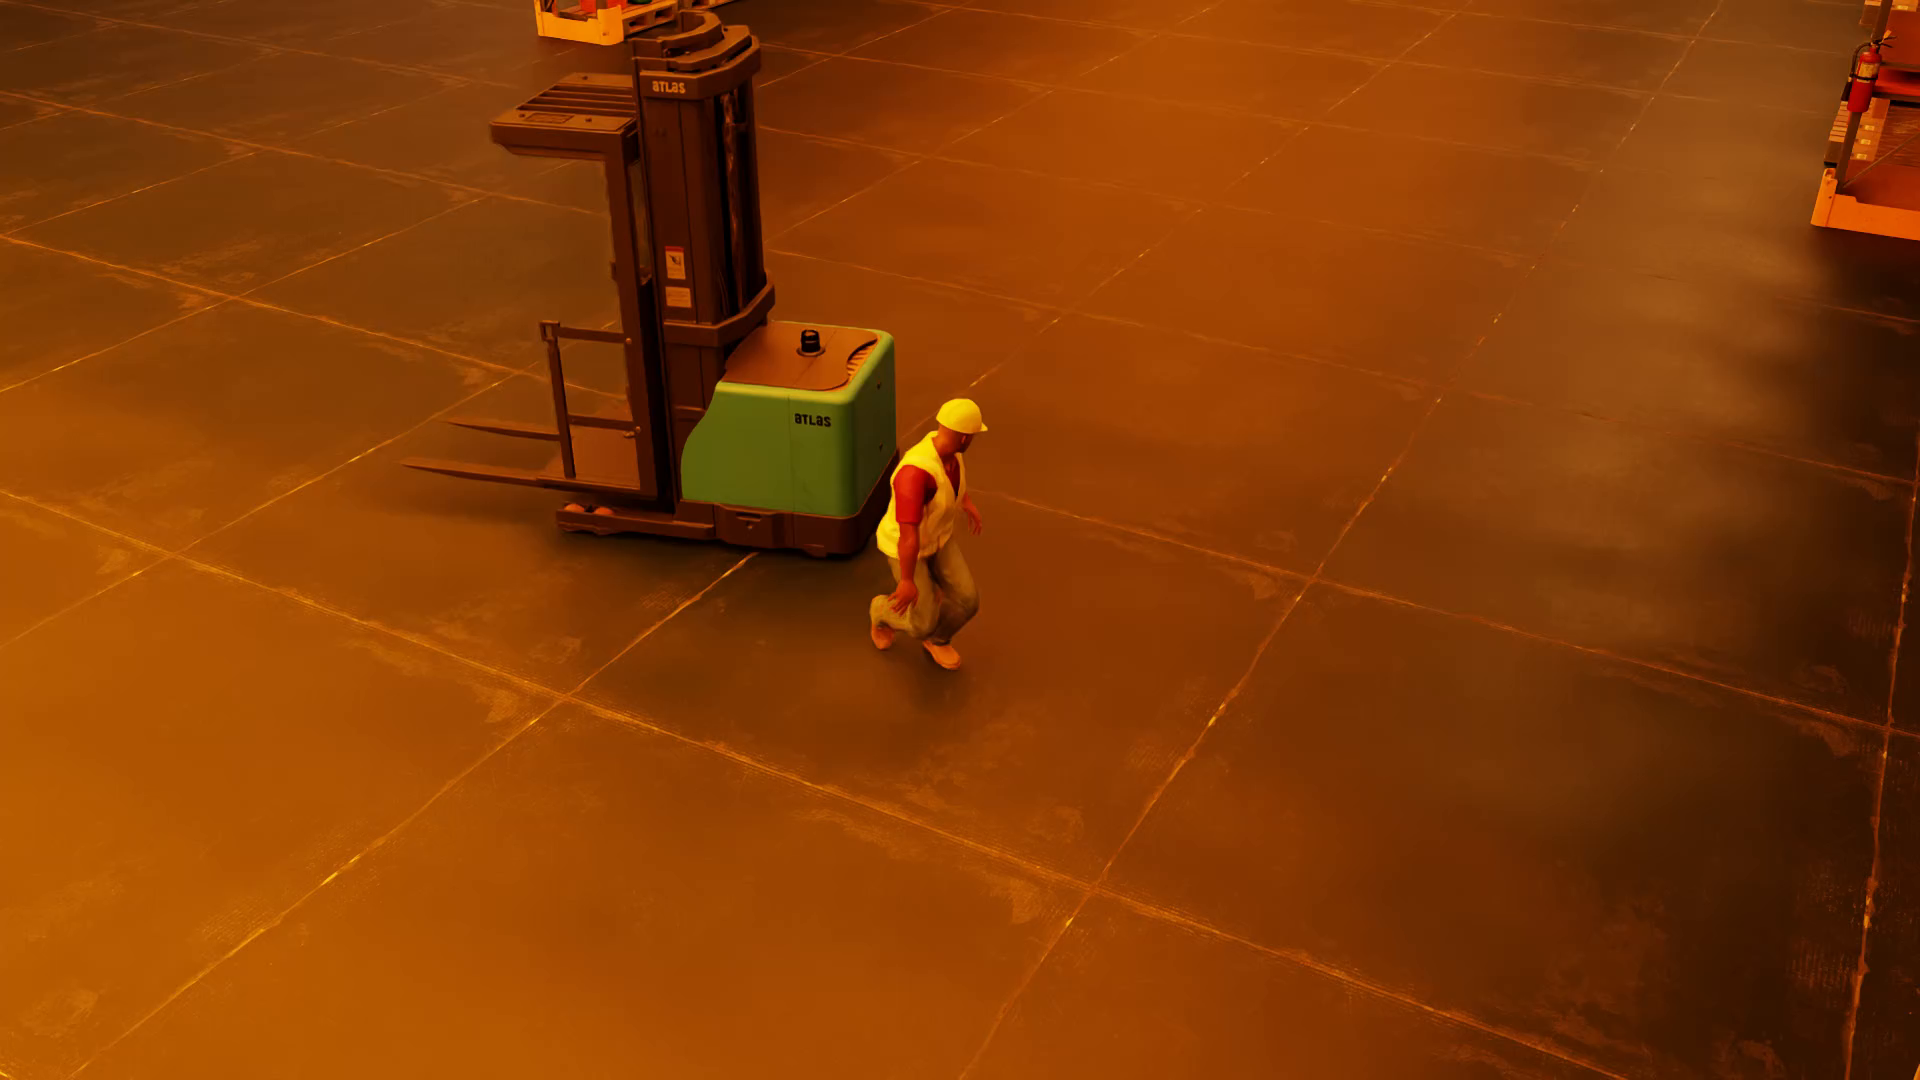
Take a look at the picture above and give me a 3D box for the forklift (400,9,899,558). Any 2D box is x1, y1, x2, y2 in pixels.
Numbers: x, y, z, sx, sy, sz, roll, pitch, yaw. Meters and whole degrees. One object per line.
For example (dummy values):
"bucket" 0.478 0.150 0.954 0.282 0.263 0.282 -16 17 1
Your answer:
"forklift" -1.955 -1.543 9.745 3.031 2.935 1.130 7 31 12

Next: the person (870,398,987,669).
"person" -0.204 -0.037 8.534 0.644 1.555 0.872 22 36 33
